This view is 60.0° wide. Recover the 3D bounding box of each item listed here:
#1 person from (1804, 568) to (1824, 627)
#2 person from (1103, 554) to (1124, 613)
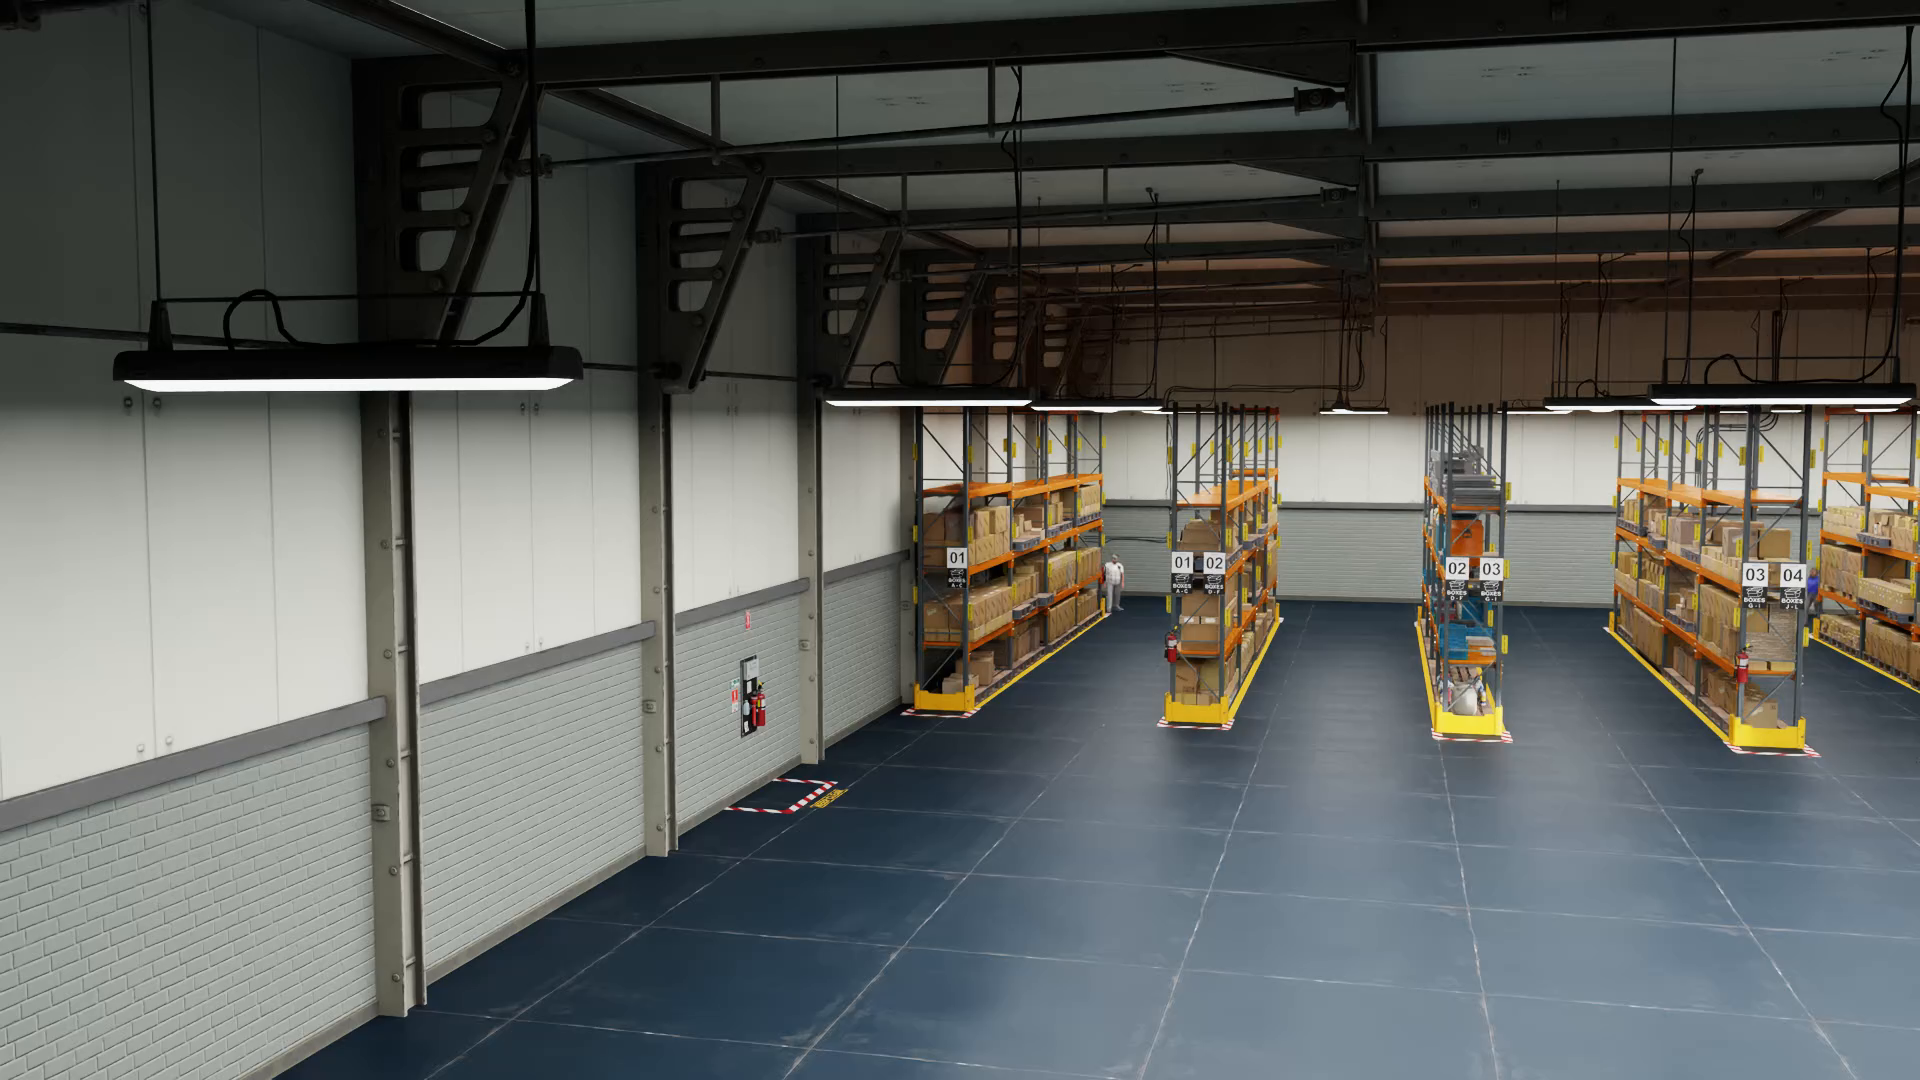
[{"bbox_3d":[23.240,1.570,45.307,0.984,1.610,0.466,-4,6,-42],"label":"person"},{"bbox_3d":[4.548,1.259,48.817,0.723,1.735,0.871,-1,4,-15],"label":"person"}]
